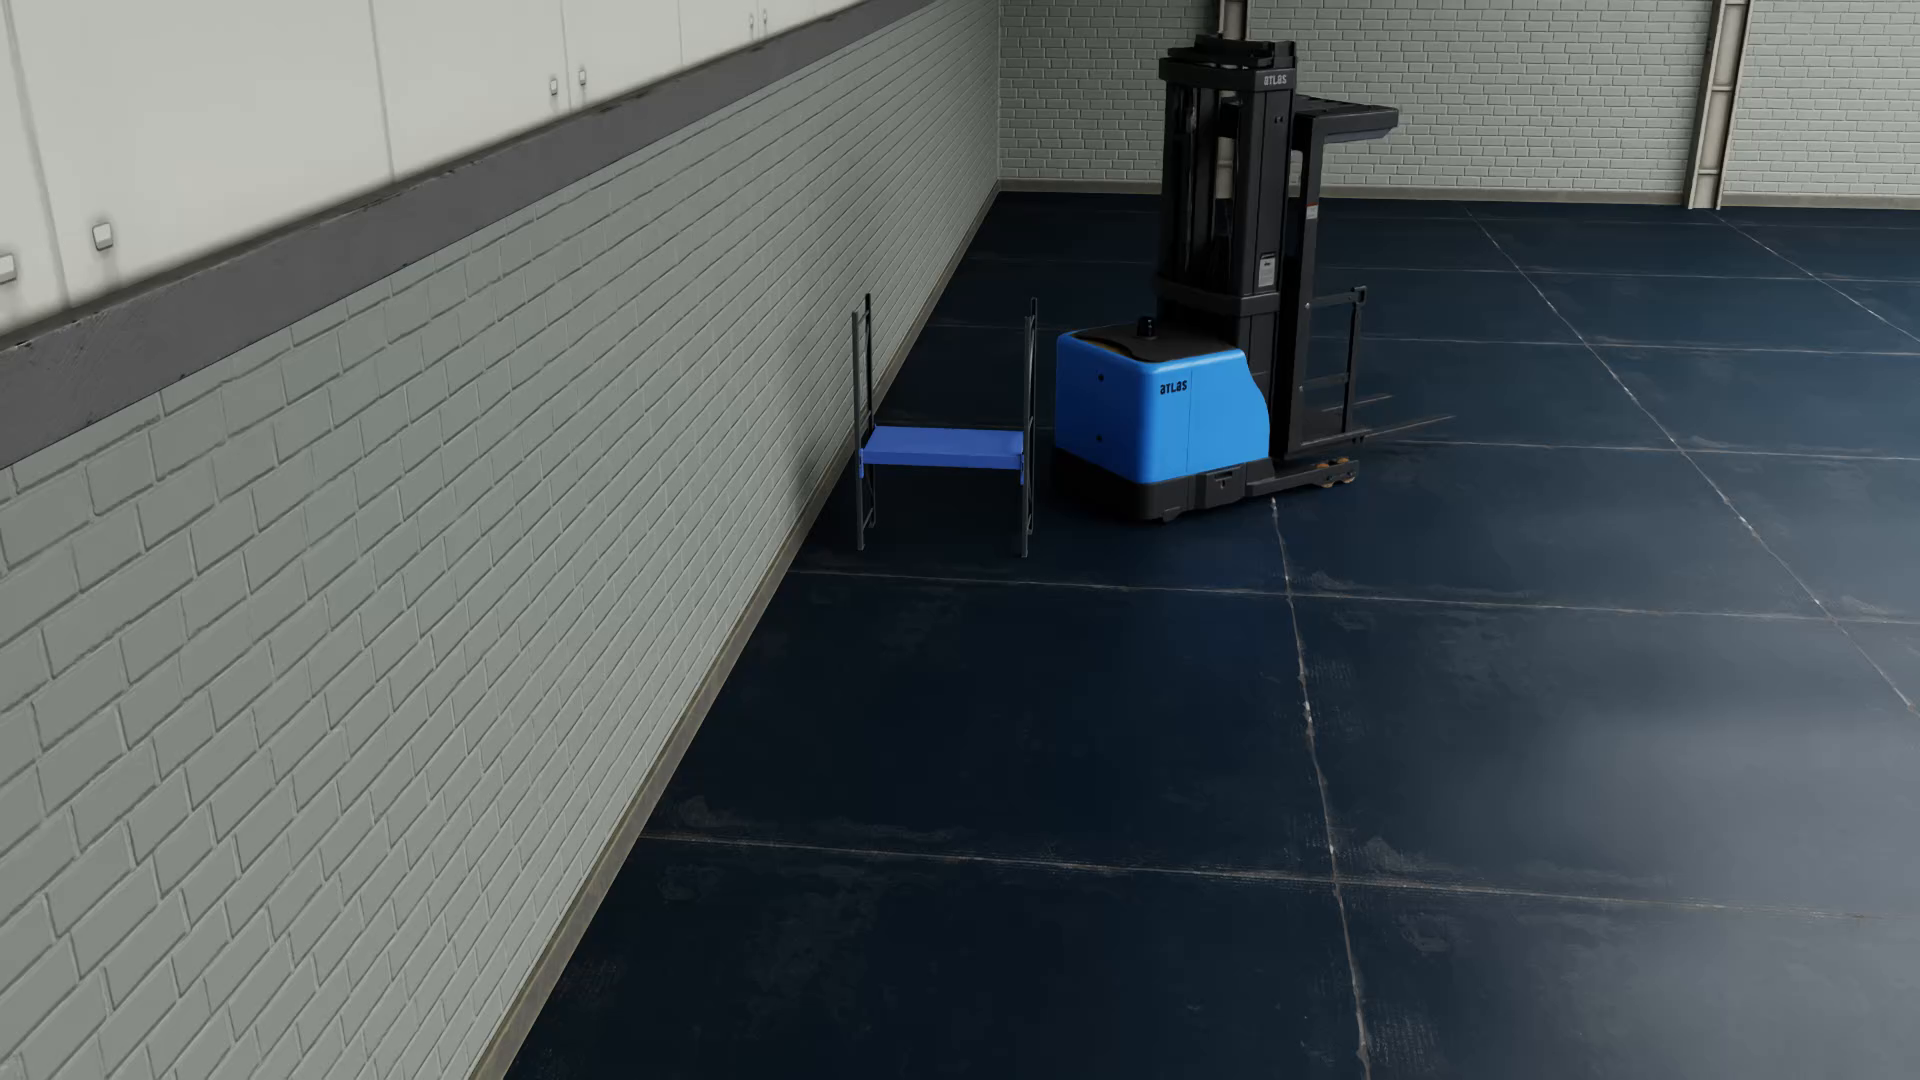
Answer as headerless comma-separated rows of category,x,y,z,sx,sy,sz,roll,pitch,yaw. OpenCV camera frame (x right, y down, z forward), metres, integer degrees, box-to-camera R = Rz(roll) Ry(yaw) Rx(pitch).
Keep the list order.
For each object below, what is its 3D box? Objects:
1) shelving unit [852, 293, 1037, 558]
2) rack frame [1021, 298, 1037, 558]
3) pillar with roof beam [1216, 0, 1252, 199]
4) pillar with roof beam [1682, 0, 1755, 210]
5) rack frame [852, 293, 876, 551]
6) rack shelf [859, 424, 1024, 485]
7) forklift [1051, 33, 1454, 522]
shelving unit,-0.085,-0.701,10.173,1.048,1.500,0.538,2,22,6
rack frame,0.420,-0.679,10.118,0.032,1.500,0.500,2,22,6
pillar with roof beam,2.957,-7.110,16.185,0.400,9.000,9.100,2,22,6
pillar with roof beam,8.915,-6.851,15.528,0.400,9.000,9.100,2,22,6
rack frame,-0.590,-0.723,10.229,0.032,1.500,0.500,2,22,6
rack shelf,-0.085,-0.534,10.240,1.000,0.185,0.538,2,22,6
forklift,2.144,-1.867,11.176,3.031,2.935,1.130,-13,25,-30
